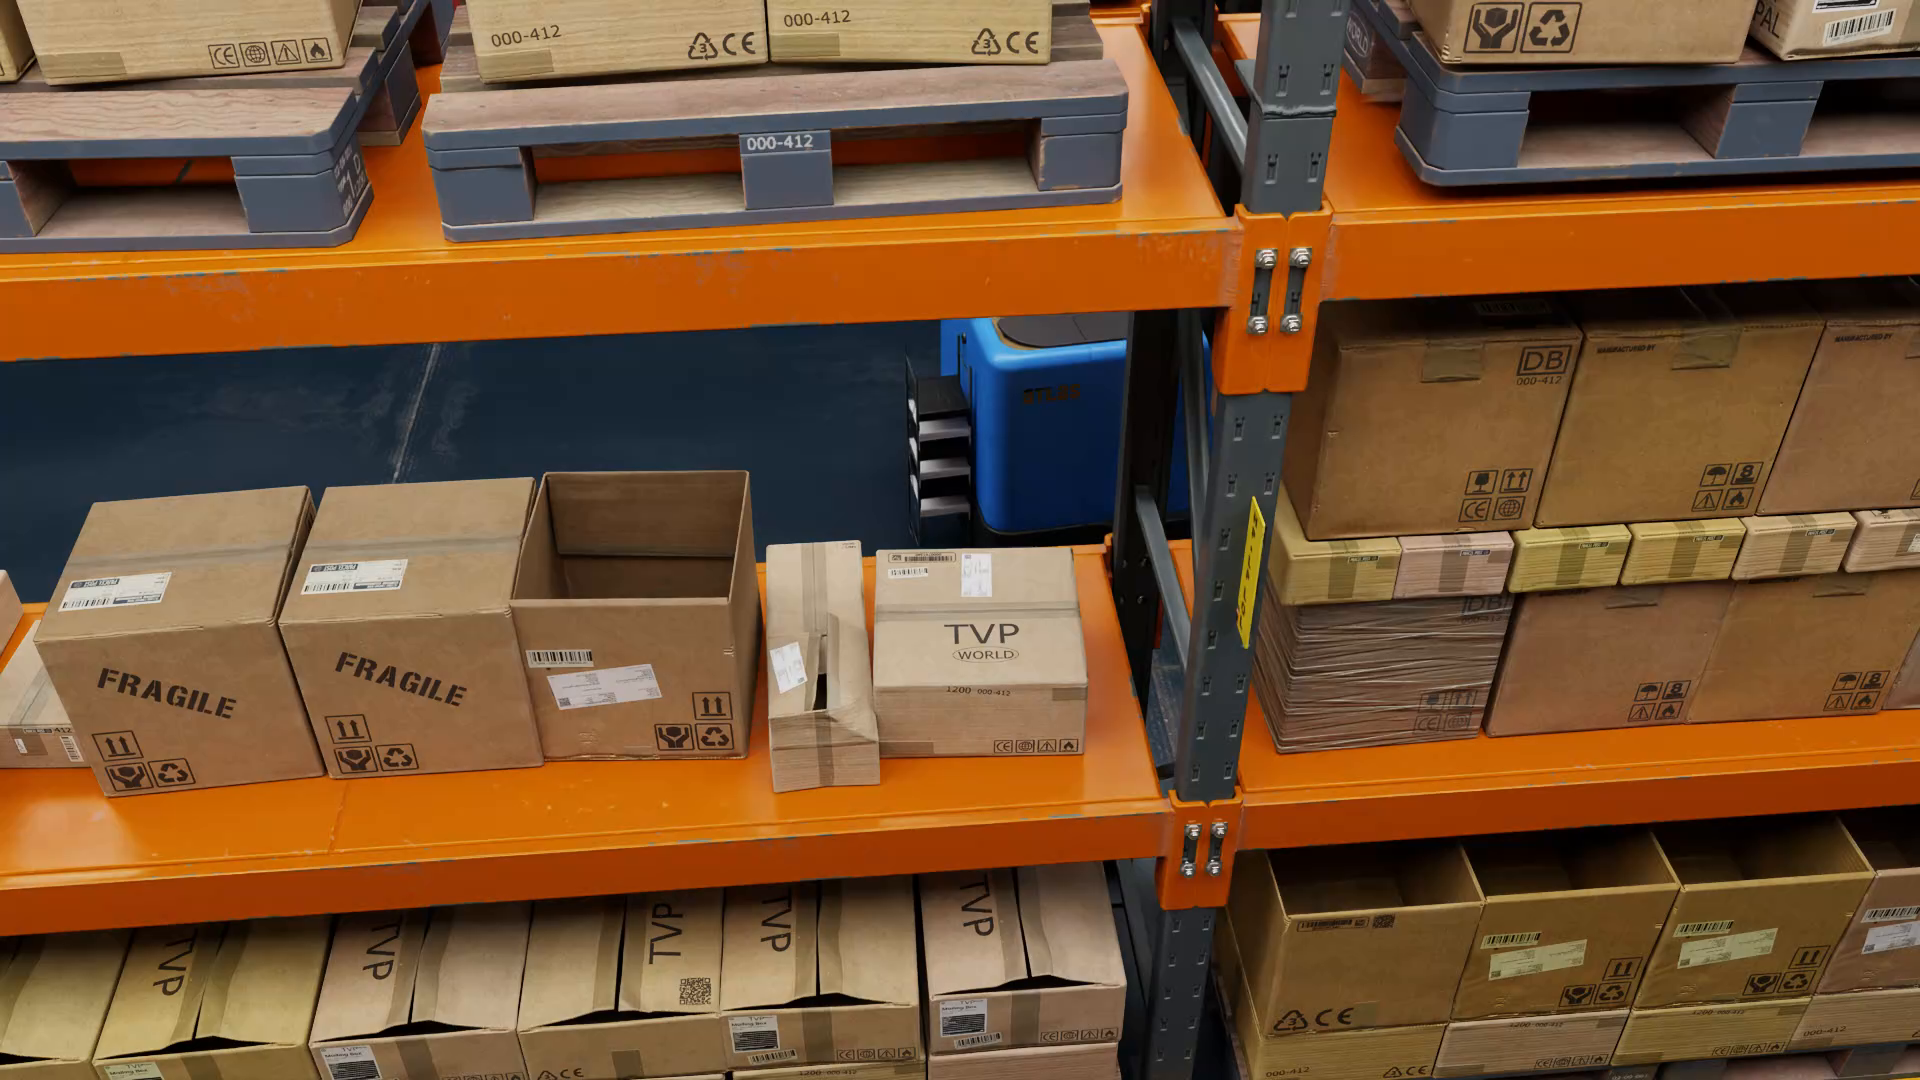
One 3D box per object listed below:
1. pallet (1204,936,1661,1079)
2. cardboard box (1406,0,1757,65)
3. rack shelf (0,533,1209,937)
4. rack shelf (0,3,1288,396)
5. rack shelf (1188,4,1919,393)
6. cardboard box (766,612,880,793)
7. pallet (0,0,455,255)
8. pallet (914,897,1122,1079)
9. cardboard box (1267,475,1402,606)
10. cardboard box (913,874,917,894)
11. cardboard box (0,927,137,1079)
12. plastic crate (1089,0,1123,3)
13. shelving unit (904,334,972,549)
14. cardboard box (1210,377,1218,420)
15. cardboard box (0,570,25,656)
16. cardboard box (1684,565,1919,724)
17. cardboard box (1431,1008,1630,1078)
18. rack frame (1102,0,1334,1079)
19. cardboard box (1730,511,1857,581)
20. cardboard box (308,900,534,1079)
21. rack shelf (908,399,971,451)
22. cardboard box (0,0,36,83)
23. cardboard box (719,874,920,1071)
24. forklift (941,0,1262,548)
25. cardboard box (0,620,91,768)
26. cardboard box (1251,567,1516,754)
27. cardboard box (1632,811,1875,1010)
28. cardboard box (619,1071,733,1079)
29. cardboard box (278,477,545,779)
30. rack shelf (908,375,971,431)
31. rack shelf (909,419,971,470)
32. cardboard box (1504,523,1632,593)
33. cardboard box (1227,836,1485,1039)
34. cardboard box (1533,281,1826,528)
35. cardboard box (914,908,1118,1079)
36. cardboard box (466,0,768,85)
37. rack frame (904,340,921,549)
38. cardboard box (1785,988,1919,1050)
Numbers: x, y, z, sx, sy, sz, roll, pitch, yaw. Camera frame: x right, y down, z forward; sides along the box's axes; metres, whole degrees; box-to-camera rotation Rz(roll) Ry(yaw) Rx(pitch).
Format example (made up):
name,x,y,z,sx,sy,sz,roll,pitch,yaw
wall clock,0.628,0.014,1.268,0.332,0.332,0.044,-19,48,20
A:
name,x,y,z,sx,sy,sz,roll,pitch,yaw
pallet,1.325,1.234,5.015,1.213,0.211,1.003,-3,38,-4
cardboard box,1.054,-1.144,2.824,0.500,0.500,0.500,0,38,0
rack shelf,-1.463,0.549,4.213,4.000,0.370,1.077,-3,38,-4
rack shelf,-1.463,-0.628,3.284,4.000,0.370,1.077,-3,38,-4
rack shelf,2.521,-0.848,3.562,4.000,0.370,1.077,-3,38,-4
cardboard box,-0.330,0.372,3.966,0.258,0.266,0.396,-4,38,-5
pallet,-1.673,-0.882,3.177,1.213,0.211,1.003,-1,38,-2
pallet,-0.201,1.316,4.911,1.213,0.211,1.003,-3,38,-4
cardboard box,0.814,-0.032,3.764,0.250,0.149,0.380,-3,38,-4
cardboard box,0.095,0.721,4.843,0.500,0.311,0.500,-3,38,-4
cardboard box,-2.385,1.190,4.249,0.500,0.311,0.500,-4,38,-5
plastic crate,0.627,-2.825,7.959,0.504,0.338,0.767,-3,38,-4
shelving unit,-0.082,-0.339,6.453,0.210,0.900,0.258,-7,39,-9
cardboard box,0.781,-0.284,4.084,0.250,0.149,0.380,-3,38,-4
cardboard box,-2.584,0.256,4.207,0.250,0.149,0.380,-3,38,-4
cardboard box,1.995,0.032,4.207,0.500,0.500,0.700,-3,38,-3
cardboard box,1.516,1.209,4.677,0.500,0.250,0.500,-3,38,-4
rack frame,0.529,0.157,4.129,0.127,3.000,1.000,-3,38,-4
cardboard box,1.831,-0.089,3.836,0.250,0.149,0.380,-4,38,-5
cardboard box,-1.365,1.134,4.319,0.500,0.311,0.500,-4,38,-5
rack shelf,-0.082,-0.454,6.363,0.200,0.077,0.258,-7,39,-9
cardboard box,-1.917,-1.031,2.995,0.500,0.250,0.500,-4,38,-5
cardboard box,-0.367,1.083,4.384,0.500,0.311,0.500,-2,38,-3
forklift,1.479,-1.424,6.189,3.031,2.935,1.130,-7,39,-9
cardboard box,-2.190,0.371,4.061,0.250,0.149,0.380,0,38,-1
cardboard box,0.971,0.090,4.134,0.500,0.500,0.700,-4,38,-5
cardboard box,2.015,0.890,4.475,0.500,0.500,0.500,-3,38,-4
cardboard box,-0.872,1.328,4.525,0.500,0.250,0.500,-2,38,-3
cardboard box,-1.261,0.206,3.986,0.500,0.500,0.500,-3,38,-4
rack shelf,-0.082,-0.525,6.307,0.200,0.077,0.258,-7,39,-9
rack shelf,-0.082,-0.384,6.418,0.200,0.077,0.258,-7,39,-9
cardboard box,1.321,-0.061,3.801,0.250,0.149,0.380,-4,38,-5
cardboard box,1.019,0.945,4.406,0.500,0.500,0.500,-3,38,-4
cardboard box,1.474,-0.448,3.768,0.500,0.500,0.700,-3,38,-4
cardboard box,0.142,1.273,4.595,0.500,0.250,0.500,-3,38,-4
cardboard box,-0.632,-1.067,3.041,0.500,0.250,0.500,-7,39,-8
rack frame,-0.182,-0.326,6.437,0.006,0.900,0.240,-7,39,-9
cardboard box,2.512,1.154,4.747,0.500,0.250,0.500,-3,38,-4
